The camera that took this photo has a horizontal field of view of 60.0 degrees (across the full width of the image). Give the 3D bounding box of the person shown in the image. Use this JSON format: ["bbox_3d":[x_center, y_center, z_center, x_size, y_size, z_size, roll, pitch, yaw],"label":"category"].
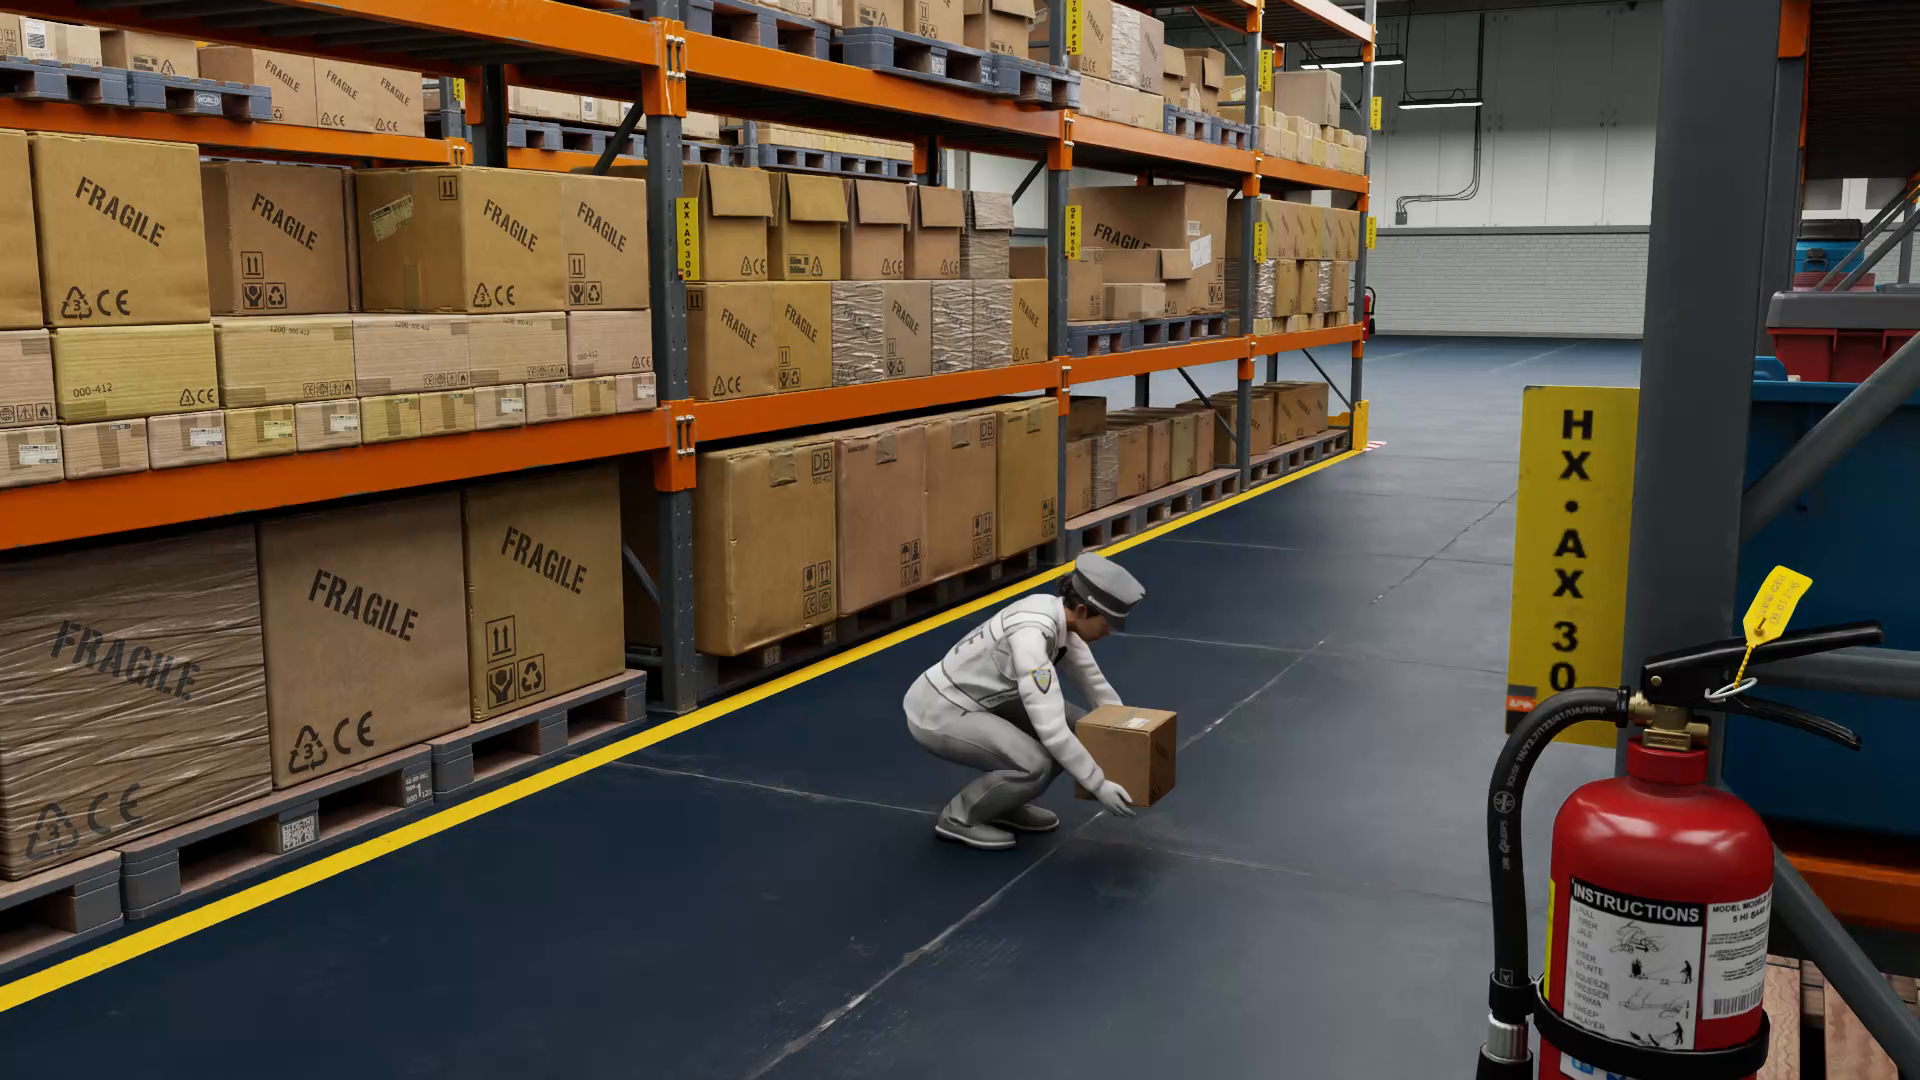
[{"bbox_3d":[0.226,0.516,5.423,0.825,0.961,0.498,5,10,26],"label":"person"}]
